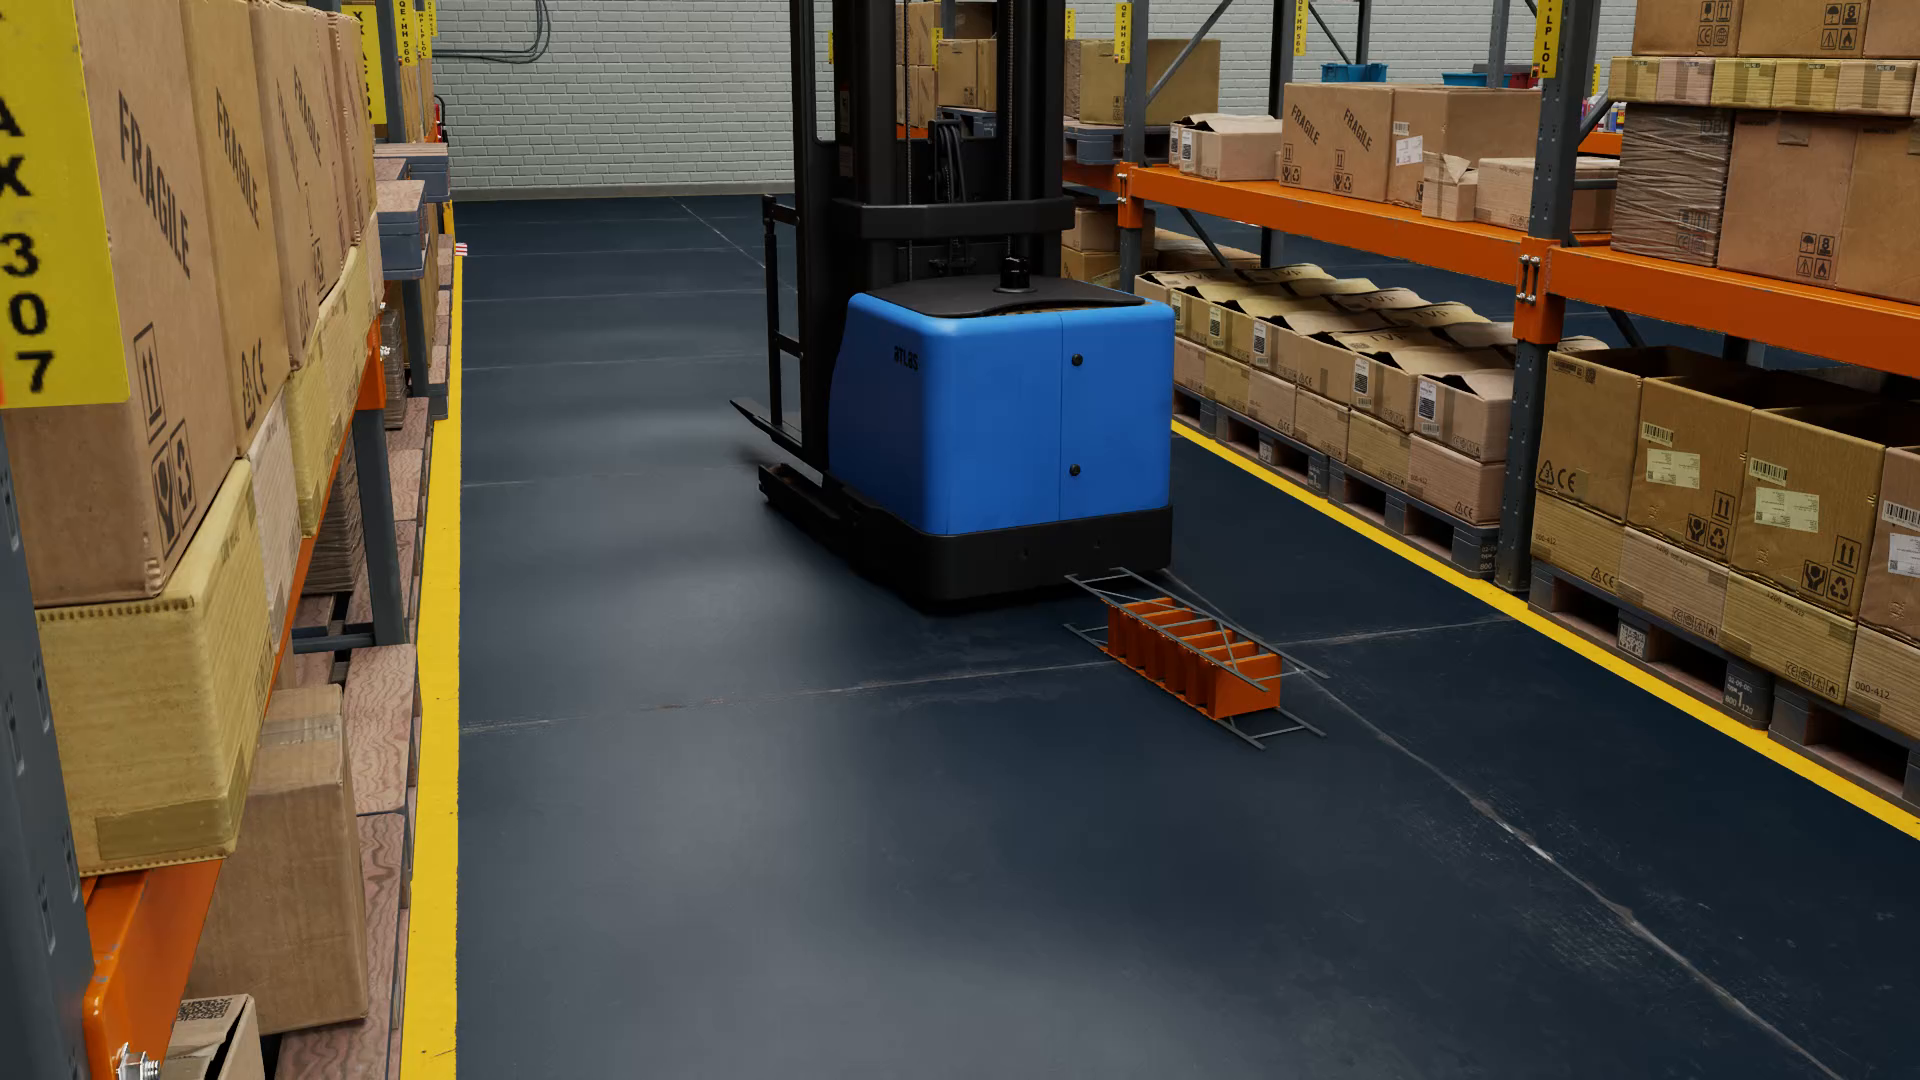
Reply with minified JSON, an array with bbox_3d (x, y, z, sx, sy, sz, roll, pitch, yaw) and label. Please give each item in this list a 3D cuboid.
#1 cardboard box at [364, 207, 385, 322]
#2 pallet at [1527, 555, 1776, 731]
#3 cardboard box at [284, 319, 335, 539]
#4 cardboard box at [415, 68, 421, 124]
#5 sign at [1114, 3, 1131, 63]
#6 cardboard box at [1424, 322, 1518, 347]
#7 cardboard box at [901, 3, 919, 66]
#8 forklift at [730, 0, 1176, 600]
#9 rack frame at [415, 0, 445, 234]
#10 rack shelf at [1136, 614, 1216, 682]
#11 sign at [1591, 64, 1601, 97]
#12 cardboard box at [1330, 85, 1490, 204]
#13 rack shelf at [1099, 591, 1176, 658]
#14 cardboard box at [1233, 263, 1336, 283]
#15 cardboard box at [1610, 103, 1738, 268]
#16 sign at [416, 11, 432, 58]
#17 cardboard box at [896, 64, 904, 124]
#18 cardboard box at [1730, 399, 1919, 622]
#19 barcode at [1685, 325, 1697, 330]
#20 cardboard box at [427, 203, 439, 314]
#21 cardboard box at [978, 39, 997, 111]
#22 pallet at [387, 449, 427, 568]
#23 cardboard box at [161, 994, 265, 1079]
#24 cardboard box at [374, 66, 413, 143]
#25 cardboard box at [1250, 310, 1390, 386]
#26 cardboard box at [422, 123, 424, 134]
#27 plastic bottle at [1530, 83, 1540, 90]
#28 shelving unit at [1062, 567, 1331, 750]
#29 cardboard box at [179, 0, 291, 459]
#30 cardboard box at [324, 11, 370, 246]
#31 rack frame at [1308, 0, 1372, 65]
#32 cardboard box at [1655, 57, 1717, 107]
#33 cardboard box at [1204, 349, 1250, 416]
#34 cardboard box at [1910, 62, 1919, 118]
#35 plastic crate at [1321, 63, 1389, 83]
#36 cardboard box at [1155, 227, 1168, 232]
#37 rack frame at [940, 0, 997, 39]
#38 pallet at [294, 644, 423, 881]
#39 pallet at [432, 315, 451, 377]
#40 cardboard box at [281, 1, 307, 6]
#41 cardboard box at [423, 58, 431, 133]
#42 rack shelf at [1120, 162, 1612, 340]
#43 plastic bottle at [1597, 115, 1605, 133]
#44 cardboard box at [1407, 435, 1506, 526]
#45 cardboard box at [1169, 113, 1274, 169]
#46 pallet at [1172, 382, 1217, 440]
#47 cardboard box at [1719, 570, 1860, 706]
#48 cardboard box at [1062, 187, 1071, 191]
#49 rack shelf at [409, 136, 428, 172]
[{"bbox_3d":[-1.799,-0.724,4.374,0.500,0.250,0.500,-5,17,-15],"label":"cardboard box"},{"bbox_3d":[2.719,0.273,5.676,1.003,0.211,1.213,-5,17,-15],"label":"pallet"},{"bbox_3d":[-1.241,-0.168,2.525,0.500,0.250,0.500,-5,17,-16],"label":"cardboard box"},{"bbox_3d":[-3.770,-2.918,10.727,0.500,0.500,0.500,-5,17,-15],"label":"cardboard box"},{"bbox_3d":[0.923,-2.863,9.395,0.100,0.325,0.005,-5,17,-15],"label":"sign"},{"bbox_3d":[2.391,-0.855,7.658,0.500,0.311,0.500,-5,18,-17],"label":"cardboard box"},{"bbox_3d":[-0.189,-4.286,14.096,0.500,0.500,0.500,-5,17,-16],"label":"cardboard box"},{"bbox_3d":[-0.259,-1.567,7.074,1.130,2.935,3.031,-7,18,-23],"label":"forklift"},{"bbox_3d":[-5.519,-4.212,15.762,1.000,3.000,0.127,-5,17,-15],"label":"rack frame"},{"bbox_3d":[0.713,0.346,5.464,0.258,0.180,0.103,-8,18,-24],"label":"rack shelf"},{"bbox_3d":[5.636,-4.065,14.789,0.100,0.325,0.005,-5,17,-15],"label":"sign"},{"bbox_3d":[2.063,-1.832,7.662,0.500,0.500,0.500,-5,17,-15],"label":"cardboard box"},{"bbox_3d":[0.609,0.284,5.671,0.258,0.180,0.103,-8,18,-24],"label":"rack shelf"},{"bbox_3d":[1.823,-1.420,9.539,0.500,0.311,0.500,-4,17,-14],"label":"cardboard box"},{"bbox_3d":[2.669,-1.211,5.597,0.700,0.500,0.500,-5,17,-17],"label":"cardboard box"},{"bbox_3d":[-3.900,-3.668,12.075,0.100,0.325,0.005,-5,17,-15],"label":"sign"},{"bbox_3d":[-0.328,-3.949,14.711,0.500,0.500,0.500,-4,17,-14],"label":"cardboard box"},{"bbox_3d":[2.643,-0.100,4.816,0.500,0.500,0.500,-5,17,-15],"label":"cardboard box"},{"bbox_3d":[2.871,-0.863,6.521,0.001,0.075,0.075,-5,17,-15],"label":"barcode"},{"bbox_3d":[-3.869,-1.862,10.945,0.750,0.750,0.750,-4,17,-14],"label":"cardboard box"},{"bbox_3d":[0.508,-3.414,12.199,0.700,0.500,0.500,-2,17,-6],"label":"cardboard box"},{"bbox_3d":[-2.775,-0.111,6.955,1.003,0.211,1.213,-5,17,-15],"label":"pallet"},{"bbox_3d":[-1.382,0.934,2.537,0.500,0.311,0.500,-3,17,-11],"label":"cardboard box"},{"bbox_3d":[-3.207,-2.354,8.849,0.500,0.500,0.500,-4,17,-14],"label":"cardboard box"},{"bbox_3d":[1.736,-0.949,7.972,0.500,0.311,0.500,-5,17,-16],"label":"cardboard box"},{"bbox_3d":[-3.962,-2.856,11.648,0.380,0.149,0.250,-4,17,-14],"label":"cardboard box"},{"bbox_3d":[4.902,-3.731,14.246,0.144,0.351,0.185,-5,17,-15],"label":"plastic bottle"},{"bbox_3d":[0.732,0.357,5.426,0.258,0.189,1.200,-8,18,-24],"label":"shelving unit"},{"bbox_3d":[-1.090,-0.377,1.915,0.500,0.500,0.500,-5,17,-15],"label":"cardboard box"},{"bbox_3d":[-1.651,-0.946,3.810,0.500,0.500,0.500,-5,17,-16],"label":"cardboard box"},{"bbox_3d":[4.007,-4.996,18.369,1.000,3.000,0.127,-5,17,-15],"label":"rack frame"},{"bbox_3d":[2.498,-1.485,5.381,0.380,0.149,0.250,-4,17,-14],"label":"cardboard box"},{"bbox_3d":[1.591,-0.826,8.538,0.500,0.250,0.500,-5,17,-17],"label":"cardboard box"},{"bbox_3d":[2.787,-1.199,4.427,0.380,0.149,0.250,-5,17,-17],"label":"cardboard box"},{"bbox_3d":[4.279,-4.964,18.096,0.616,0.435,0.499,-5,17,-15],"label":"plastic crate"},{"bbox_3d":[1.161,-1.982,11.916,0.500,0.500,0.500,-5,18,-17],"label":"cardboard box"},{"bbox_3d":[0.343,-3.499,13.385,1.000,3.000,0.127,-5,17,-15],"label":"rack frame"},{"bbox_3d":[-2.002,0.625,4.503,1.003,0.211,1.213,-5,17,-15],"label":"pallet"},{"bbox_3d":[-3.796,-1.225,10.663,1.003,0.211,1.213,-5,17,-15],"label":"pallet"},{"bbox_3d":[-3.094,-2.388,7.622,0.380,0.149,0.250,-8,18,-24],"label":"cardboard box"},{"bbox_3d":[-4.748,-3.603,13.212,0.980,0.700,0.700,-5,17,-17],"label":"cardboard box"},{"bbox_3d":[1.992,-1.494,7.964,1.077,0.370,4.000,-5,17,-15],"label":"rack shelf"},{"bbox_3d":[5.127,-3.346,13.221,0.097,0.201,0.097,0,17,0],"label":"plastic bottle"},{"bbox_3d":[2.148,-0.262,6.659,0.500,0.250,0.500,-5,17,-16],"label":"cardboard box"},{"bbox_3d":[1.500,-2.245,9.368,0.500,0.311,0.500,-4,17,-12],"label":"cardboard box"},{"bbox_3d":[1.631,-0.826,9.335,1.003,0.211,1.213,-5,17,-15],"label":"pallet"},{"bbox_3d":[2.642,0.260,4.923,0.500,0.250,0.500,-5,17,-15],"label":"cardboard box"},{"bbox_3d":[0.516,-2.442,12.143,0.500,0.250,0.500,-5,17,-15],"label":"cardboard box"},{"bbox_3d":[-3.870,-2.208,10.340,1.077,0.370,4.000,-5,17,-15],"label":"rack shelf"}]
